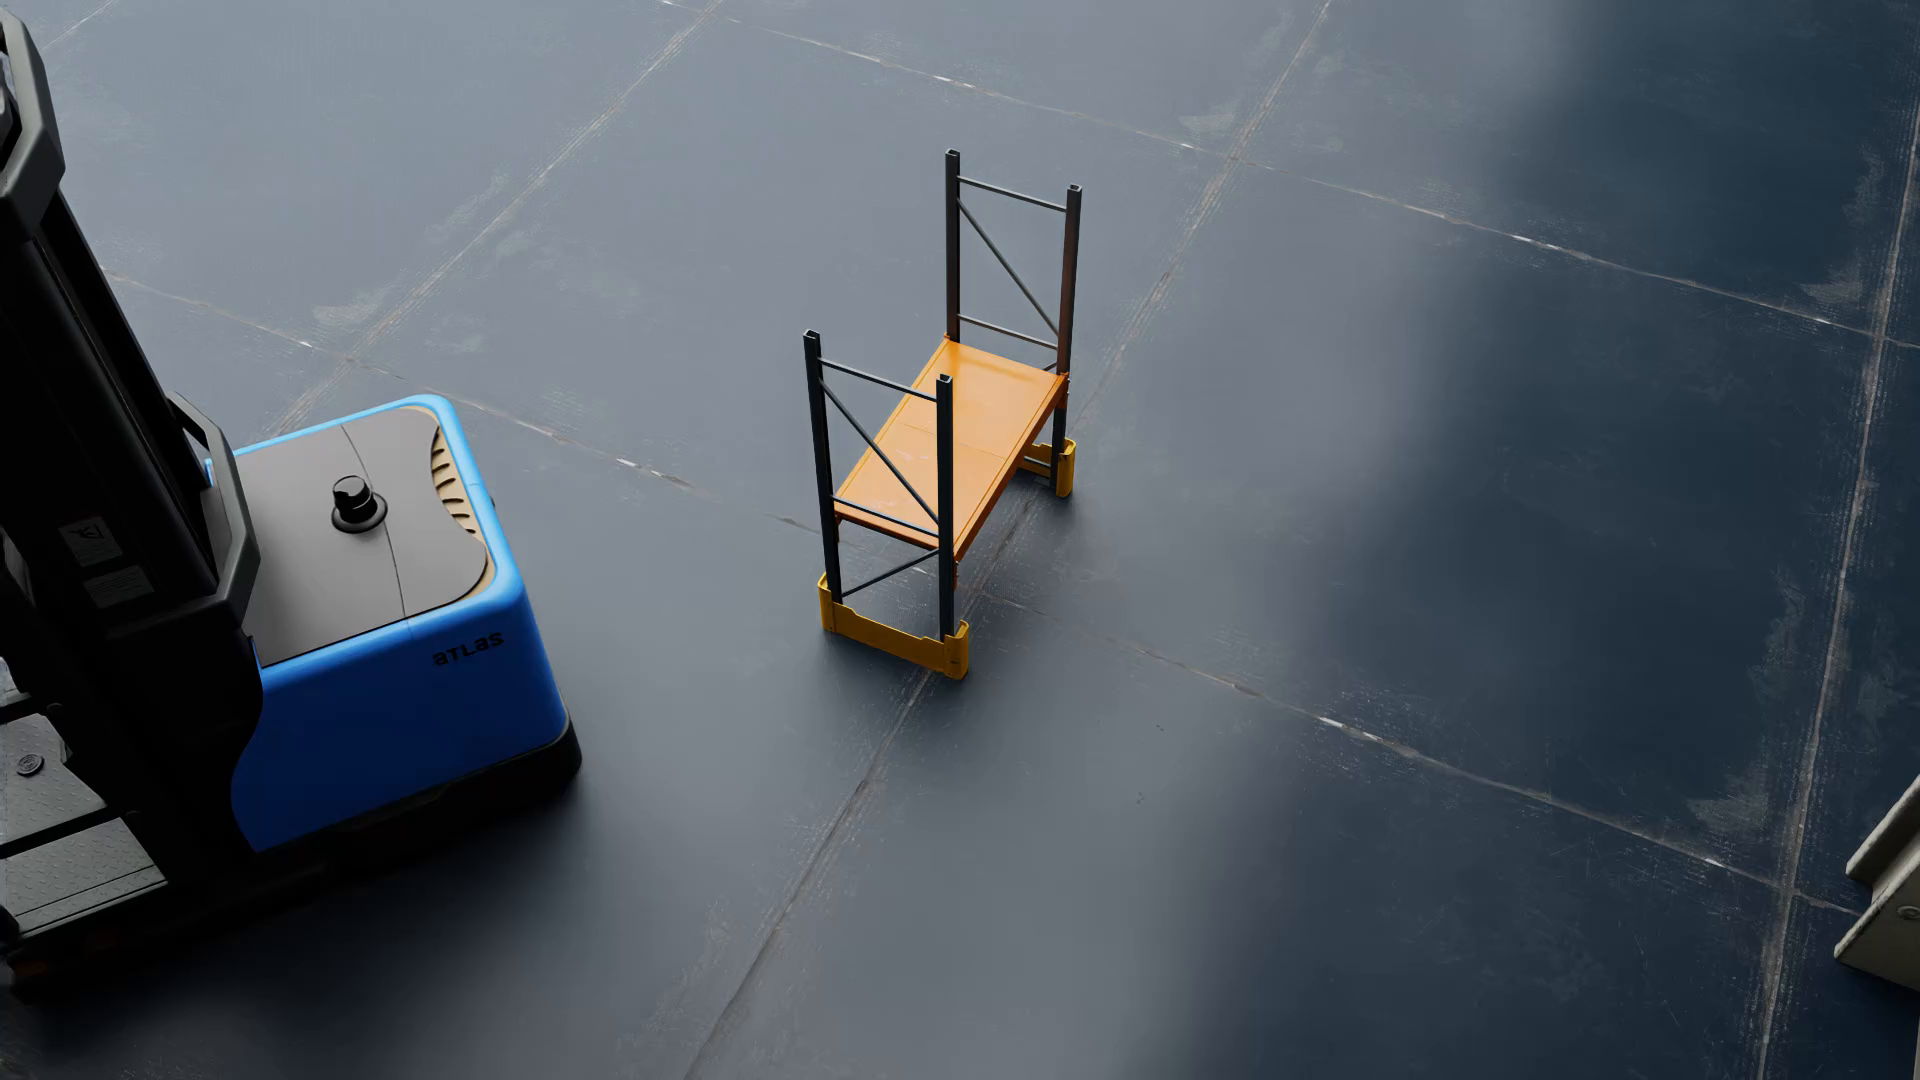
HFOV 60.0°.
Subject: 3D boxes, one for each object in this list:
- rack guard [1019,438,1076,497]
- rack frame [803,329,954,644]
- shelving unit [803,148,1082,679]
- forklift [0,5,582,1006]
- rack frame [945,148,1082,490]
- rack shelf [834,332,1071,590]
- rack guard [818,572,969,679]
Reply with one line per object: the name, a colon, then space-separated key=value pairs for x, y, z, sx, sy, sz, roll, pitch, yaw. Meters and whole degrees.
rack guard: x=0.180 y=-0.371 z=6.717 sx=0.587 sy=0.250 sz=0.087 roll=20 pitch=52 yaw=16
rack frame: x=-0.254 y=-0.077 z=5.646 sx=0.500 sy=1.500 sz=0.032 roll=20 pitch=52 yaw=16
shelving unit: x=-0.033 y=-0.434 z=5.949 sx=0.587 sy=1.500 sz=1.083 roll=20 pitch=52 yaw=16
forklift: x=-2.878 y=0.050 z=4.598 sx=3.031 sy=2.935 sz=1.130 roll=-20 pitch=53 yaw=-16
rack frame: x=0.181 y=-0.777 z=6.242 sx=0.500 sy=1.500 sz=0.032 roll=20 pitch=52 yaw=16
rack shelf: x=-0.036 y=-0.311 z=6.081 sx=0.538 sy=0.185 sz=1.000 roll=20 pitch=52 yaw=16
rack guard: x=-0.245 y=0.314 z=6.133 sx=0.587 sy=0.250 sz=0.087 roll=20 pitch=52 yaw=16
